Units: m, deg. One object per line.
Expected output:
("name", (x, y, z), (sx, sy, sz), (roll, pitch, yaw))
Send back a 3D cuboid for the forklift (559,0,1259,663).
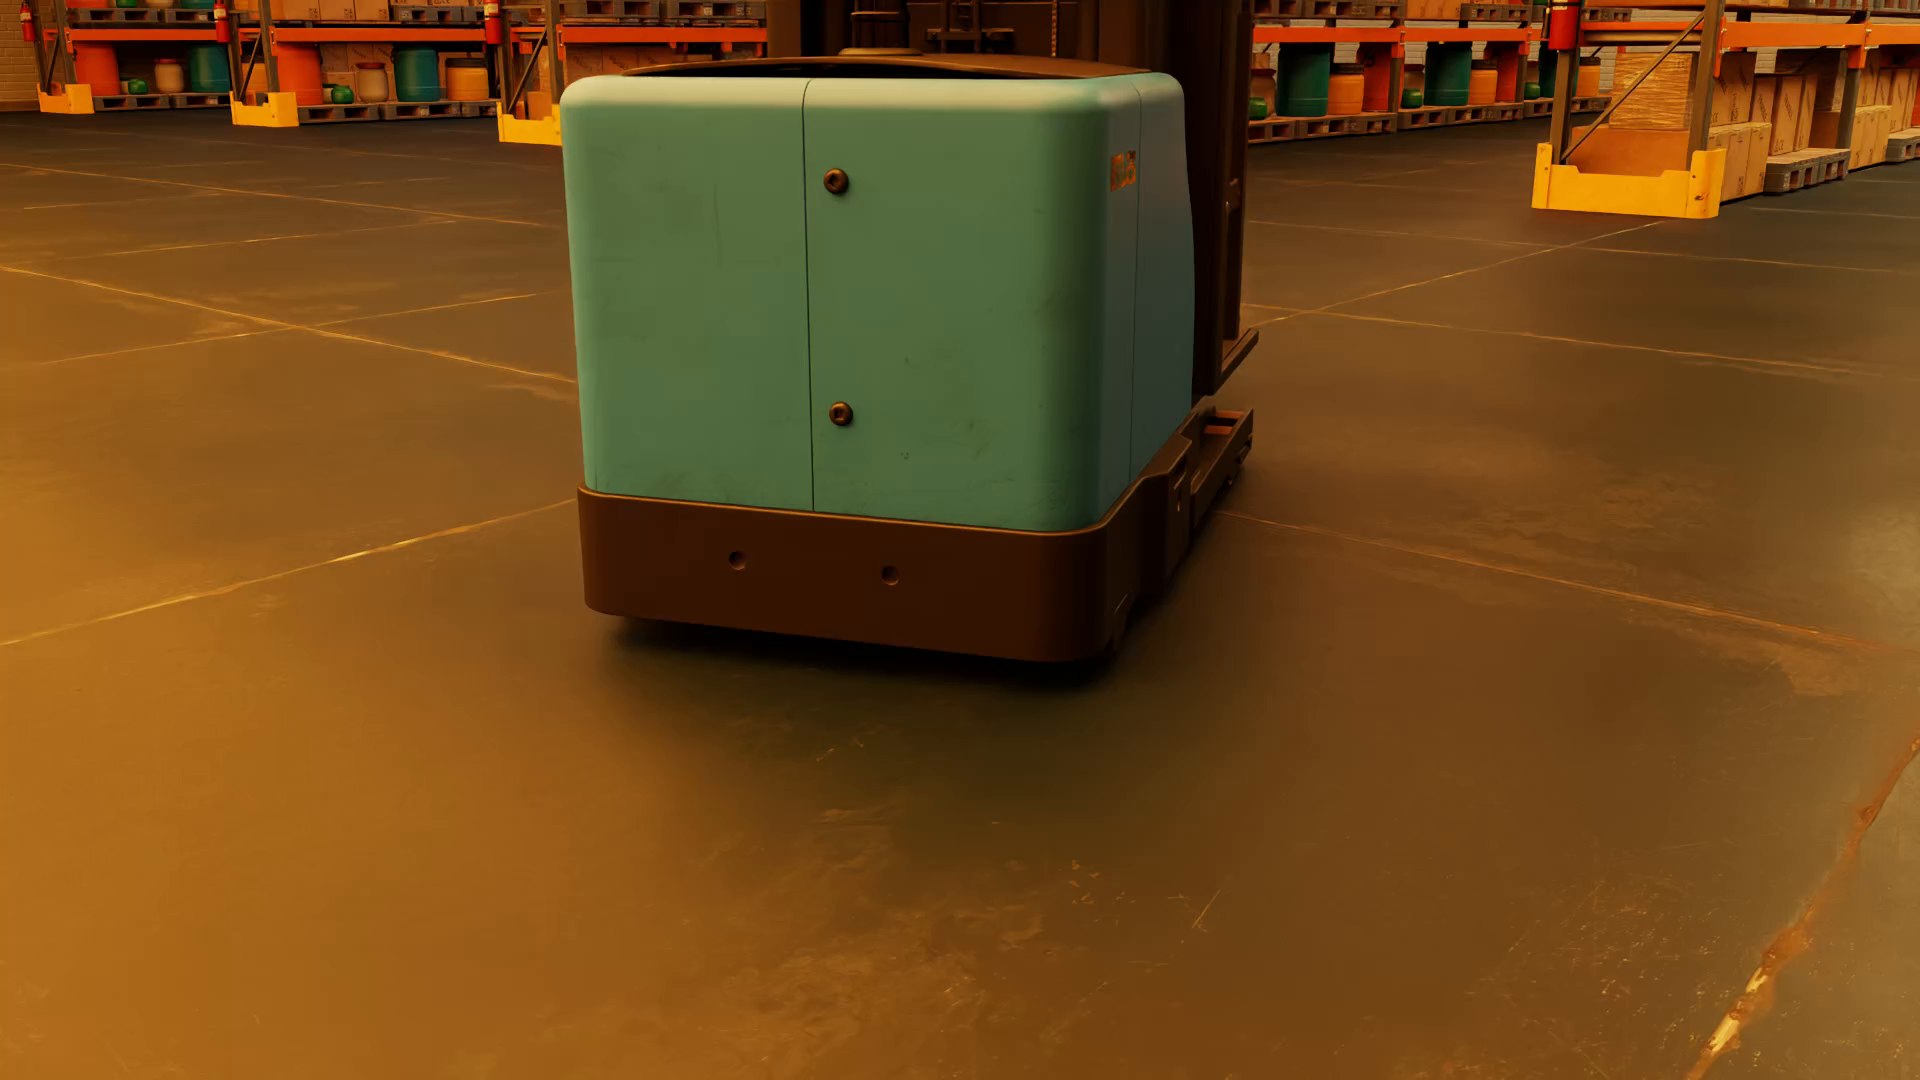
("forklift", (0.182, -1.571, 4.072), (1.130, 2.935, 3.031), (5, 18, 17))
